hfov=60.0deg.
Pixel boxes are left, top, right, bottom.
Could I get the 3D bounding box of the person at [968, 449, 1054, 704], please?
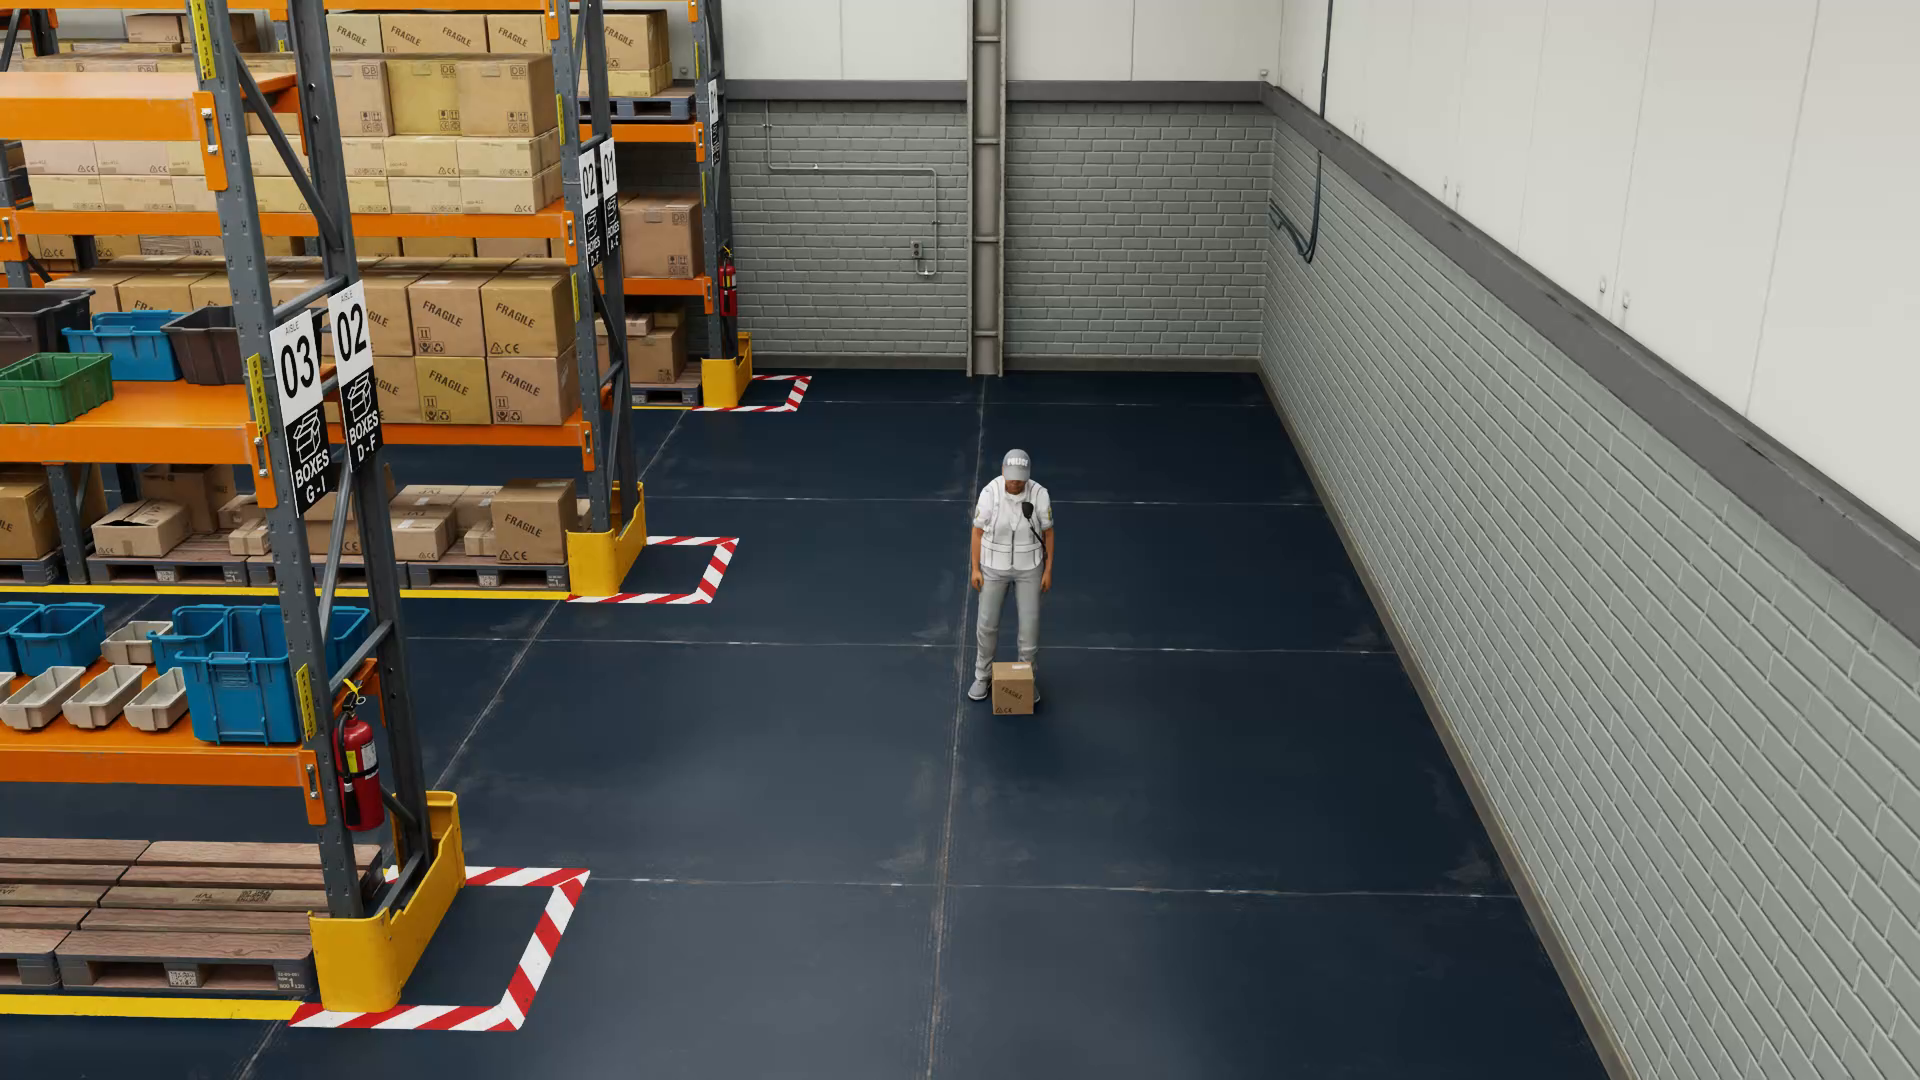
[{"bbox_3d":[0.324,0.204,10.538,0.534,1.666,0.468,1,21,2],"label":"person"}]
